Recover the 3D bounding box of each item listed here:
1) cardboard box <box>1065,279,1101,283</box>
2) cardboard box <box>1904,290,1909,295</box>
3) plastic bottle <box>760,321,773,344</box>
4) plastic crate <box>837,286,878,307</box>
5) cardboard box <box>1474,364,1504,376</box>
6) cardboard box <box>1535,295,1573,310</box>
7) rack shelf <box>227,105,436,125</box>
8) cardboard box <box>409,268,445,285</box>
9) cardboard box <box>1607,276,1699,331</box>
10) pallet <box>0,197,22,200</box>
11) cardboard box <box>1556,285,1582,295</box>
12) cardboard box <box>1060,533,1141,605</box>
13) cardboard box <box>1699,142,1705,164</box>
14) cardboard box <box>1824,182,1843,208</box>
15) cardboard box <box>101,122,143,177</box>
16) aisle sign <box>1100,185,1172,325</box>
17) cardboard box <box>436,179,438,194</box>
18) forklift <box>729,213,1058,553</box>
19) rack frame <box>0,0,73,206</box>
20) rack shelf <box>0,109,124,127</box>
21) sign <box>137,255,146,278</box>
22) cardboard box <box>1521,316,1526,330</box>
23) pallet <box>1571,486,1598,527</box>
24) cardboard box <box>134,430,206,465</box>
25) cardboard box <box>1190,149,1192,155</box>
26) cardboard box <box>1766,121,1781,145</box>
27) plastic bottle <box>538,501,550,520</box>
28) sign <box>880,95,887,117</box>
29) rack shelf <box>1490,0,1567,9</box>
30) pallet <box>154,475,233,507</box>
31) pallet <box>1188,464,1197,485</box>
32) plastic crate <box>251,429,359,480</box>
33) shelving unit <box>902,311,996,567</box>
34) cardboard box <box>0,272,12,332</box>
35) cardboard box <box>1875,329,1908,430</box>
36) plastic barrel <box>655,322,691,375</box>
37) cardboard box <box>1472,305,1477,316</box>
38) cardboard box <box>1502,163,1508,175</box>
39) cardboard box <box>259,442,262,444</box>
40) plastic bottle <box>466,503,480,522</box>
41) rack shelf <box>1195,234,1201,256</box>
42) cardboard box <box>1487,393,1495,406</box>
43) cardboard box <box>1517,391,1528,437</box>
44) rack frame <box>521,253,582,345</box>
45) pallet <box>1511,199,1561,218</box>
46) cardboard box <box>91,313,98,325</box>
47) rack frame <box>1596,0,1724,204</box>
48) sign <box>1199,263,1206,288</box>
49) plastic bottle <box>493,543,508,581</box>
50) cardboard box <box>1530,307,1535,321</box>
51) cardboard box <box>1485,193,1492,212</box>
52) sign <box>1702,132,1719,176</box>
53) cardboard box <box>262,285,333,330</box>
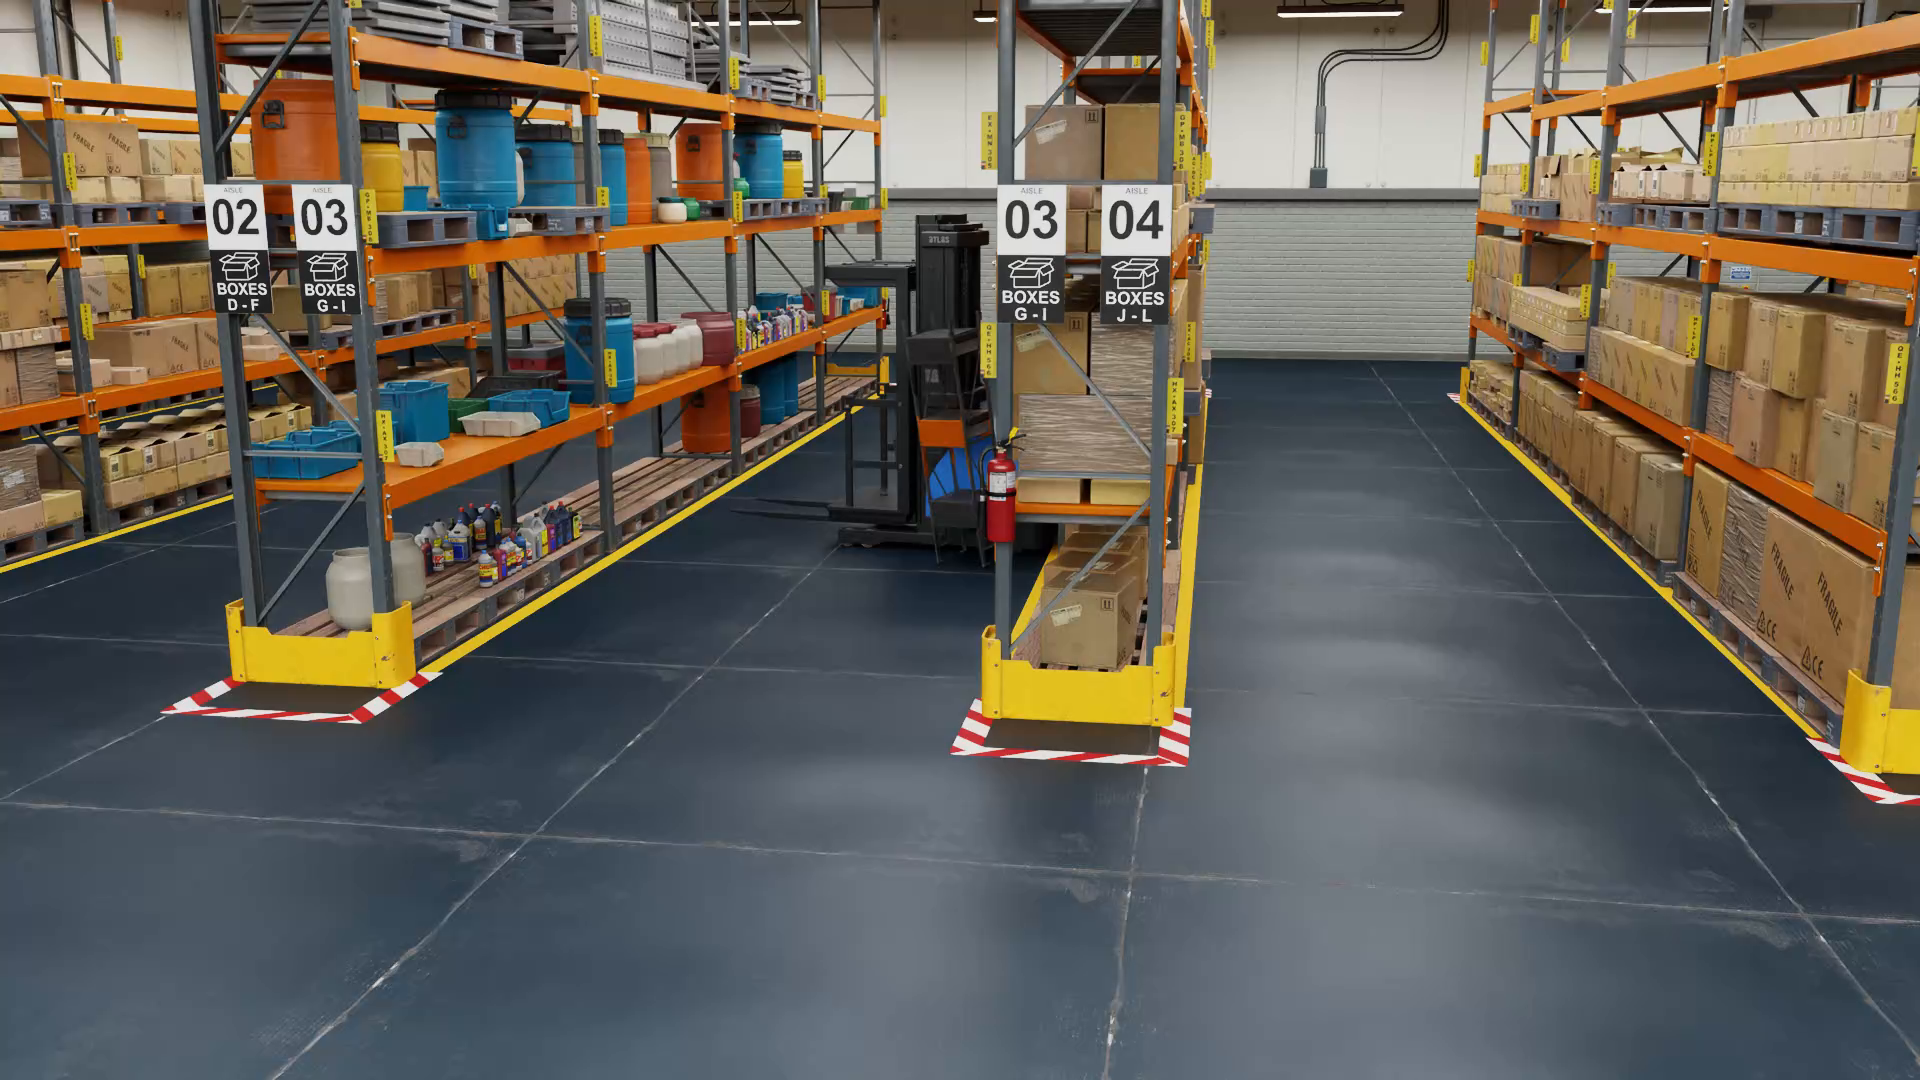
[{"bbox_3d":[1.012,-1.808,13.204,0.500,0.500,0.500,2,12,9],"label":"cardboard box"},{"bbox_3d":[12.240,-3.305,20.855,0.500,0.500,0.500,2,12,8],"label":"cardboard box"},{"bbox_3d":[-2.348,-2.511,20.078,0.152,0.276,0.135,2,12,9],"label":"plastic bottle"},{"bbox_3d":[-1.583,-3.840,25.722,0.616,0.435,0.499,2,12,9],"label":"plastic crate"},{"bbox_3d":[7.558,-2.422,23.725,0.380,0.149,0.250,2,12,8],"label":"cardboard box"},{"bbox_3d":[6.697,-2.675,18.730,0.380,0.149,0.250,2,12,10],"label":"cardboard box"},{"bbox_3d":[-7.533,-5.167,20.522,1.077,0.370,4.000,2,12,9],"label":"rack shelf"},{"bbox_3d":[-7.403,-3.849,23.379,0.500,0.500,0.500,2,12,9],"label":"cardboard box"},{"bbox_3d":[6.754,-2.306,16.220,0.700,0.500,0.500,2,12,8],"label":"cardboard box"},{"bbox_3d":[-12.520,-4.267,21.260,1.003,0.211,1.213,2,12,11],"label":"pallet"},{"bbox_3d":[7.773,-2.983,21.030,0.500,0.500,0.500,2,12,8],"label":"cardboard box"},{"bbox_3d":[1.003,0.254,11.888,0.500,0.500,0.500,3,13,14],"label":"cardboard box"},{"bbox_3d":[6.842,-3.260,14.665,0.500,0.500,0.500,2,12,9],"label":"cardboard box"},{"bbox_3d":[5.475,-2.086,10.052,0.380,0.149,0.250,2,12,8],"label":"cardboard box"},{"bbox_3d":[-8.257,-3.744,15.960,0.500,0.500,0.500,3,13,14],"label":"cardboard box"},{"bbox_3d":[1.004,-1.626,9.505,0.394,0.787,0.004,2,12,9],"label":"aisle sign"},{"bbox_3d":[-7.419,-4.945,23.125,0.500,0.250,0.500,2,12,9],"label":"cardboard box"},{"bbox_3d":[-0.602,-1.469,15.108,3.031,2.935,1.130,3,13,15],"label":"forklift"},{"bbox_3d":[-8.456,-4.465,14.608,1.000,3.000,0.127,2,12,9],"label":"rack frame"},{"bbox_3d":[-12.428,-5.327,21.263,1.077,0.370,4.000,2,12,9],"label":"rack shelf"},{"bbox_3d":[-11.583,-3.869,23.523,0.100,0.325,0.005,2,12,9],"label":"sign"},{"bbox_3d":[6.814,-2.548,19.551,0.380,0.149,0.250,2,12,9],"label":"cardboard box"},{"bbox_3d":[6.637,-0.337,16.311,1.003,0.211,1.213,2,12,9],"label":"pallet"},{"bbox_3d":[-7.986,-0.957,16.771,0.500,0.311,0.500,1,12,7],"label":"cardboard box"},{"bbox_3d":[1.646,-3.224,14.726,0.797,0.503,0.637,2,12,11],"label":"cardboard box"},{"bbox_3d":[5.671,-2.739,11.190,0.380,0.149,0.250,2,12,9],"label":"cardboard box"},{"bbox_3d":[-3.519,-0.153,14.081,0.144,0.351,0.185,2,12,9],"label":"plastic bottle"},{"bbox_3d":[-1.170,-6.630,25.418,0.100,0.325,0.005,2,12,9],"label":"sign"},{"bbox_3d":[7.755,-7.316,21.657,1.077,0.370,4.000,2,12,9],"label":"rack shelf"},{"bbox_3d":[-8.196,-0.579,17.434,1.003,0.211,1.213,2,12,9],"label":"pallet"},{"bbox_3d":[2.143,-0.842,18.655,1.003,0.211,1.213,2,12,9],"label":"pallet"},{"bbox_3d":[-4.396,-0.580,11.173,0.499,0.251,0.616,2,12,9],"label":"plastic crate"},{"bbox_3d":[-0.018,-0.846,14.015,0.503,2.100,0.431,4,19,38],"label":"shelving unit"},{"bbox_3d":[-8.594,-2.018,14.175,0.700,0.500,0.500,2,12,9],"label":"cardboard box"},{"bbox_3d":[5.698,-0.873,9.263,0.875,0.550,0.550,2,12,9],"label":"cardboard box"},{"bbox_3d":[-2.959,-1.950,16.911,0.421,0.512,0.421,0,12,0],"label":"plastic barrel"},{"bbox_3d":[7.689,-3.347,24.258,0.380,0.149,0.250,2,12,8],"label":"cardboard box"},{"bbox_3d":[7.418,-4.924,22.081,0.380,0.149,0.250,2,12,8],"label":"cardboard box"},{"bbox_3d":[-7.837,-0.897,17.821,0.500,0.250,0.500,2,12,10],"label":"cardboard box"},{"bbox_3d":[-4.096,-0.137,14.008,0.144,0.351,0.185,2,12,10],"label":"plastic bottle"},{"bbox_3d":[2.255,-3.574,19.303,1.077,0.370,4.000,2,12,9],"label":"rack shelf"},{"bbox_3d":[7.442,-1.917,22.797,0.380,0.149,0.250,2,12,9],"label":"cardboard box"},{"bbox_3d":[7.072,-1.532,20.177,0.500,0.500,0.500,2,12,11],"label":"cardboard box"},{"bbox_3d":[-6.610,-4.030,26.832,1.000,3.000,0.127,2,12,9],"label":"rack frame"},{"bbox_3d":[7.248,-3.944,19.755,1.213,0.211,1.003,2,12,9],"label":"pallet"},{"bbox_3d":[-11.975,-3.002,22.609,0.380,0.149,0.250,2,12,9],"label":"cardboard box"},{"bbox_3d":[6.833,-4.794,16.136,1.000,3.000,0.127,2,12,9],"label":"rack frame"},{"bbox_3d":[3.100,-3.388,21.289,0.100,0.325,0.005,2,12,9],"label":"sign"},{"bbox_3d":[-3.538,0.161,12.789,0.061,0.283,0.133,2,12,10],"label":"plastic bottle"},{"bbox_3d":[6.736,-2.582,19.003,0.380,0.149,0.250,2,12,8],"label":"cardboard box"},{"bbox_3d":[7.656,-4.725,23.292,0.500,0.250,0.500,2,12,10],"label":"cardboard box"},{"bbox_3d":[5.680,-2.917,12.573,0.100,0.325,0.005,2,12,9],"label":"sign"},{"bbox_3d":[-7.855,-2.754,19.675,0.700,0.500,0.500,-2,12,-10],"label":"cardboard box"}]
